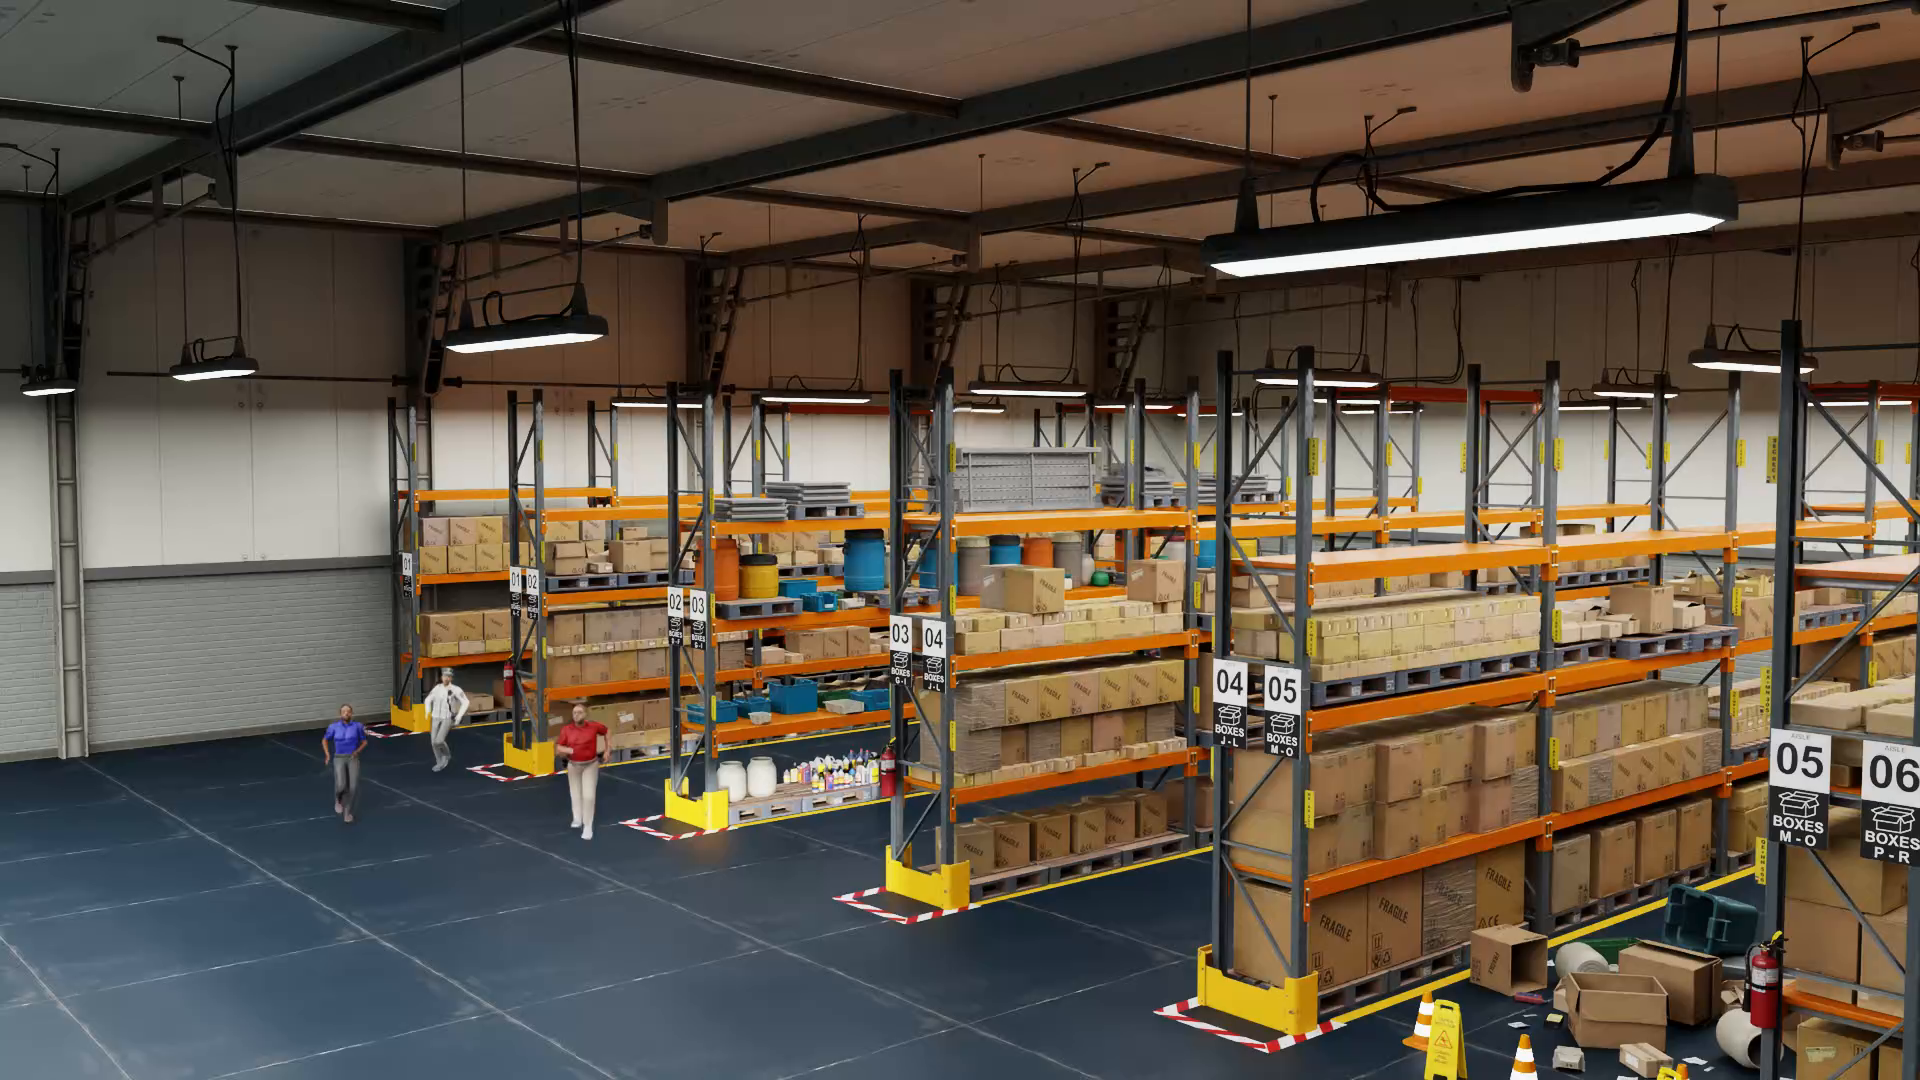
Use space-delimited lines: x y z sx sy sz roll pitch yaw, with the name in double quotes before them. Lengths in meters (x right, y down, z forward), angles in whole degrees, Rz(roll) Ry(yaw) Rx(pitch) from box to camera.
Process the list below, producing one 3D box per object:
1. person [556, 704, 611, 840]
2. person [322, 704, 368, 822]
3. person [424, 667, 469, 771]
"person" -4.955 3.037 21.887 0.675 1.775 0.910 0 3 -3
"person" -8.354 3.040 22.633 0.571 1.614 0.552 -2 4 -25
"person" -8.107 2.820 26.116 0.689 1.649 0.488 1 3 10
